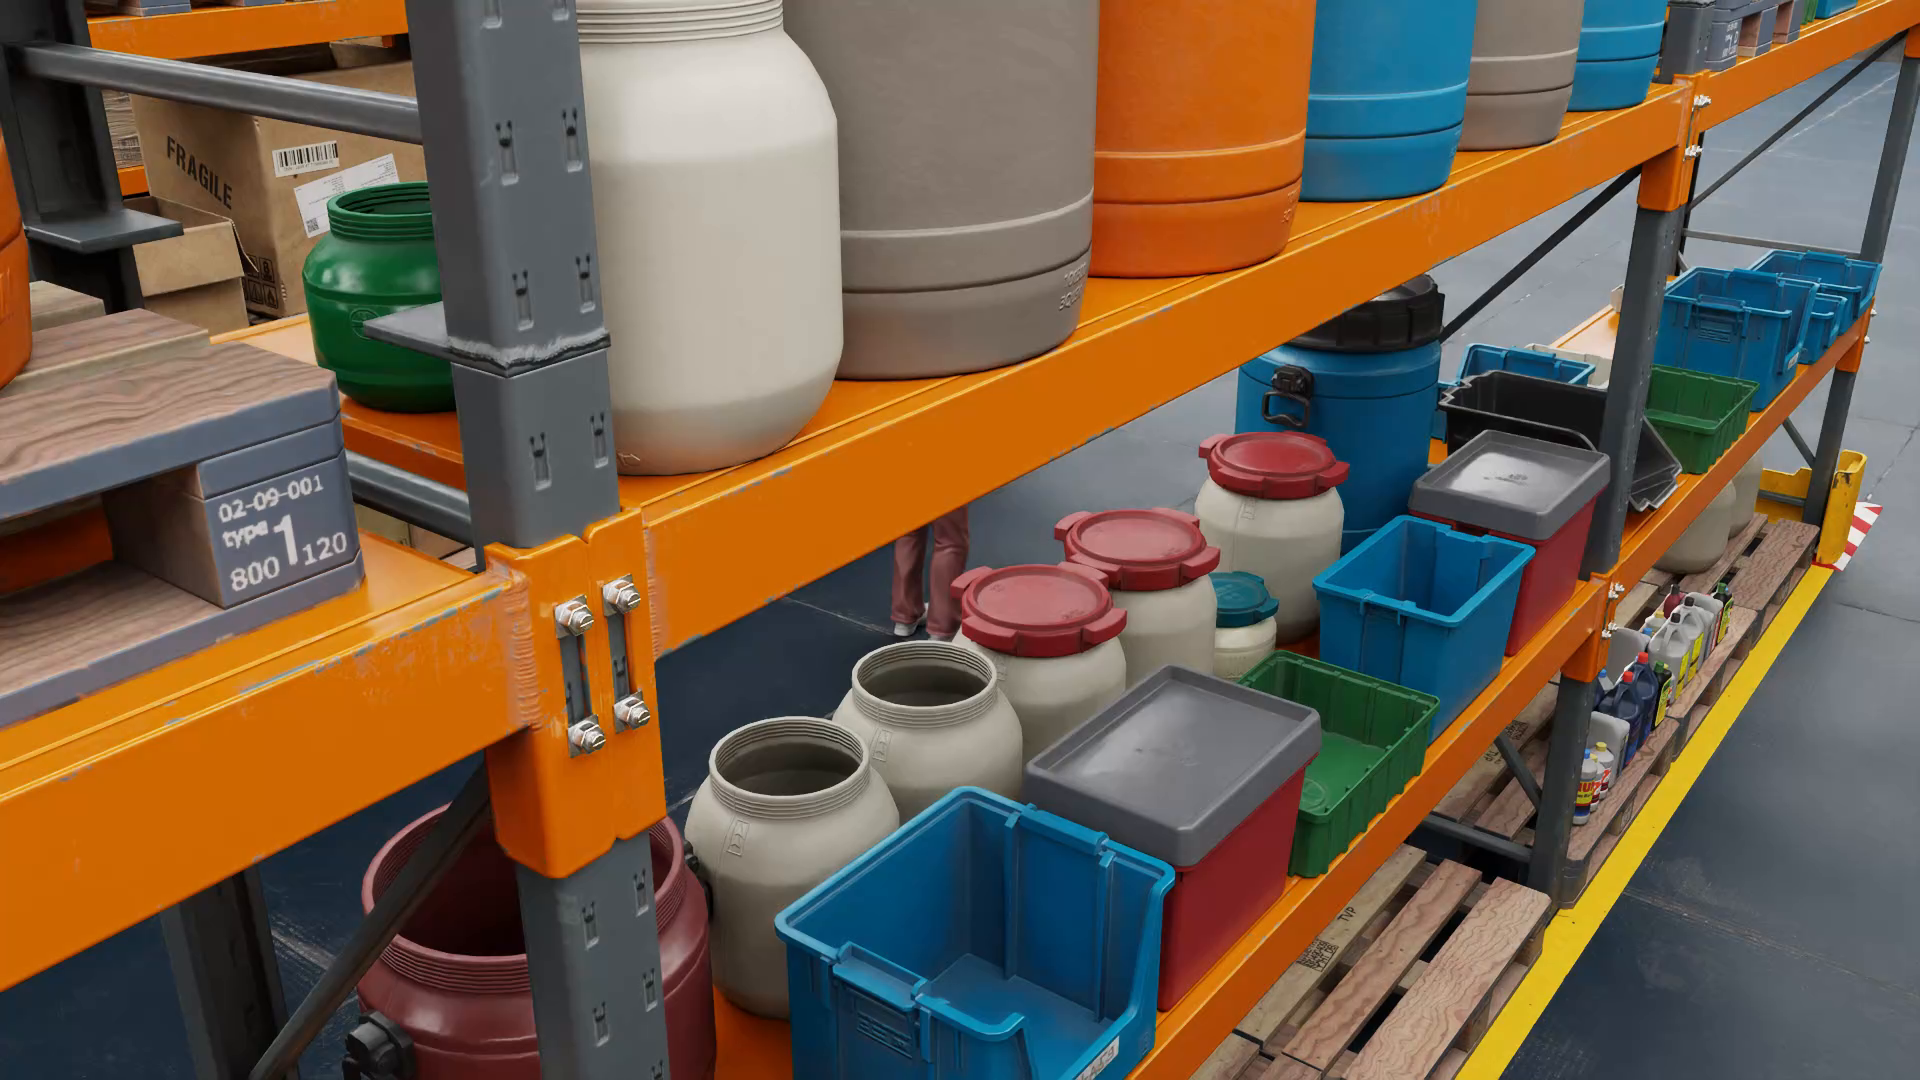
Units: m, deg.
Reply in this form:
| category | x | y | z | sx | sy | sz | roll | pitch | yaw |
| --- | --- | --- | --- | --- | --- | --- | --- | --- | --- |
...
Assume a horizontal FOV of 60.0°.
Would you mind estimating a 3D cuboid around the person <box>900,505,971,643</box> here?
| category | x | y | z | sx | sy | sz | roll | pitch | yaw |
| --- | --- | --- | --- | --- | --- | --- | --- | --- | --- |
| person | -0.109 | -0.331 | 7.379 | 0.519 | 1.657 | 0.461 | -15 | 28 | -30 |
